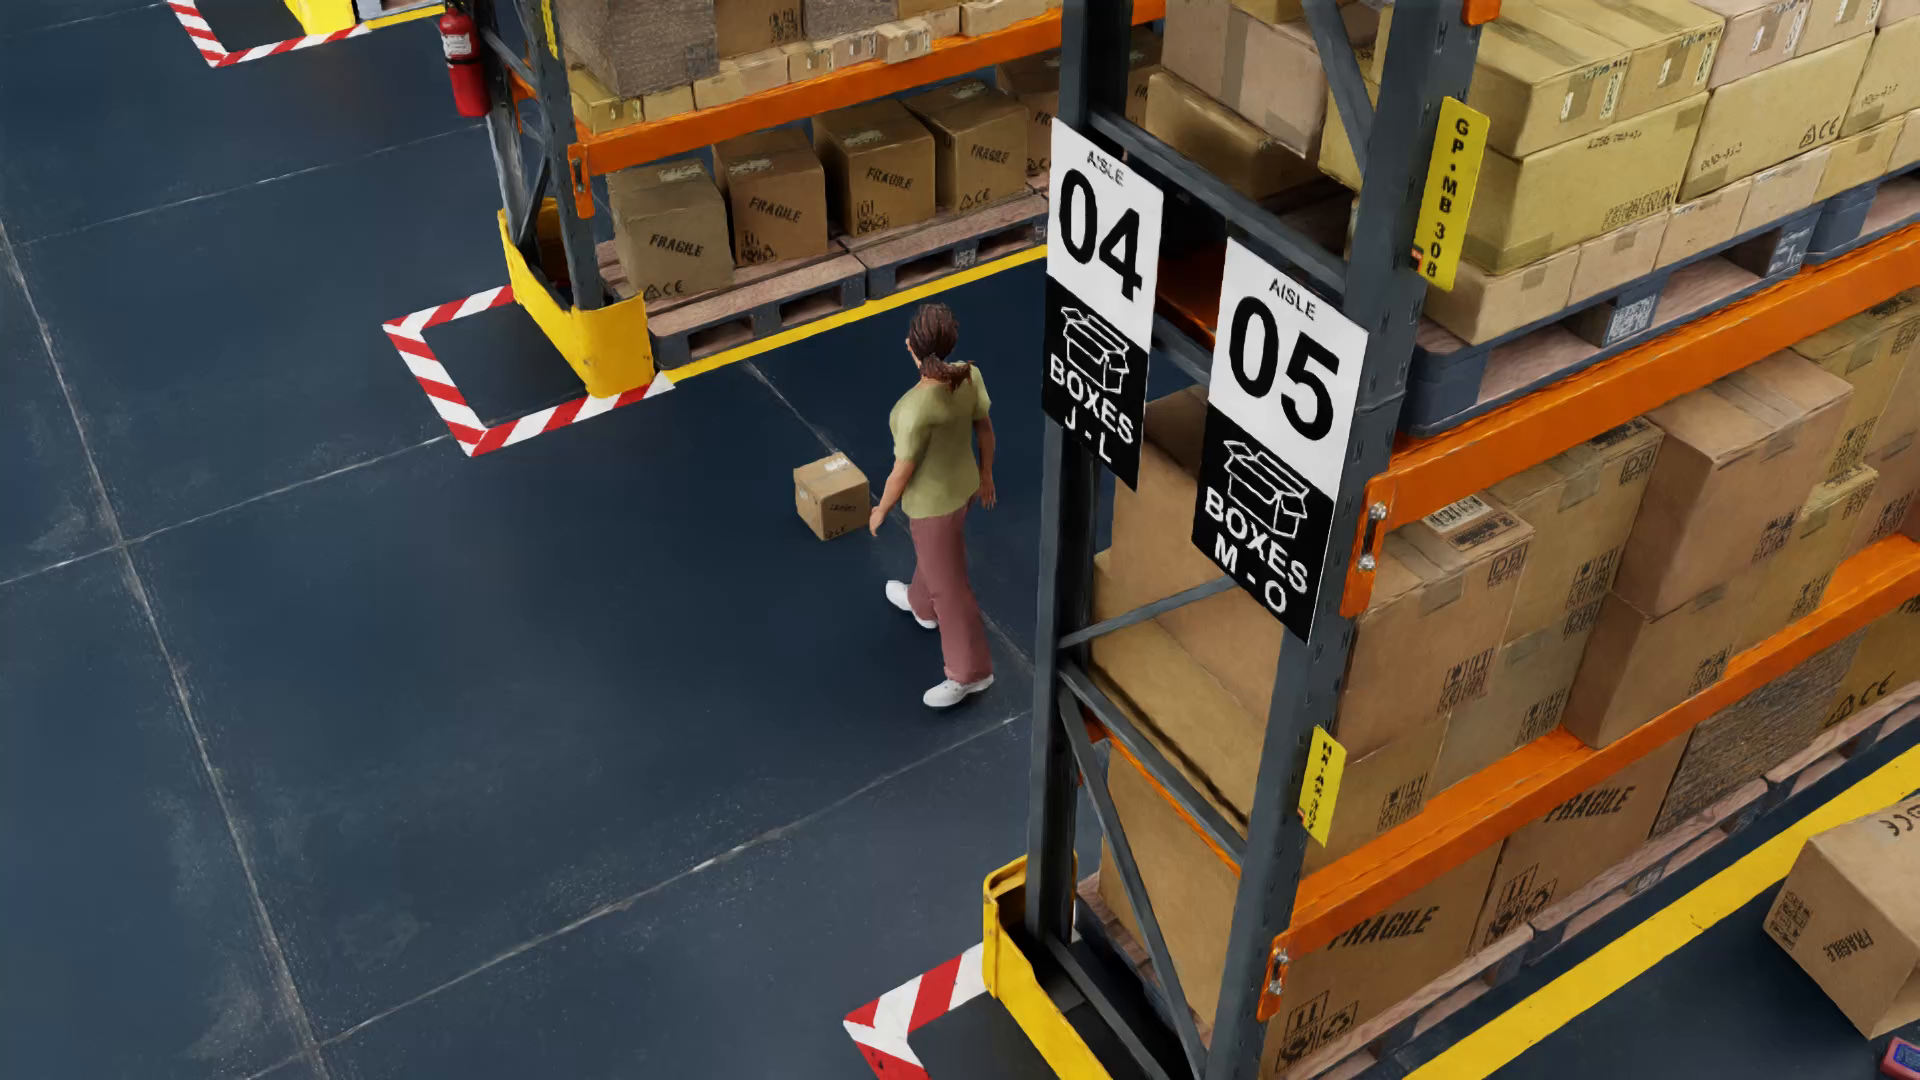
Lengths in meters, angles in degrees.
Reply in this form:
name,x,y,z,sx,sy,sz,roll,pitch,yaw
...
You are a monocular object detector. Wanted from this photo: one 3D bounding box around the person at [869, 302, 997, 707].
name,x,y,z,sx,sy,sz,roll,pitch,yaw
person,-0.127,-0.162,6.318,0.654,1.661,0.570,18,44,19
